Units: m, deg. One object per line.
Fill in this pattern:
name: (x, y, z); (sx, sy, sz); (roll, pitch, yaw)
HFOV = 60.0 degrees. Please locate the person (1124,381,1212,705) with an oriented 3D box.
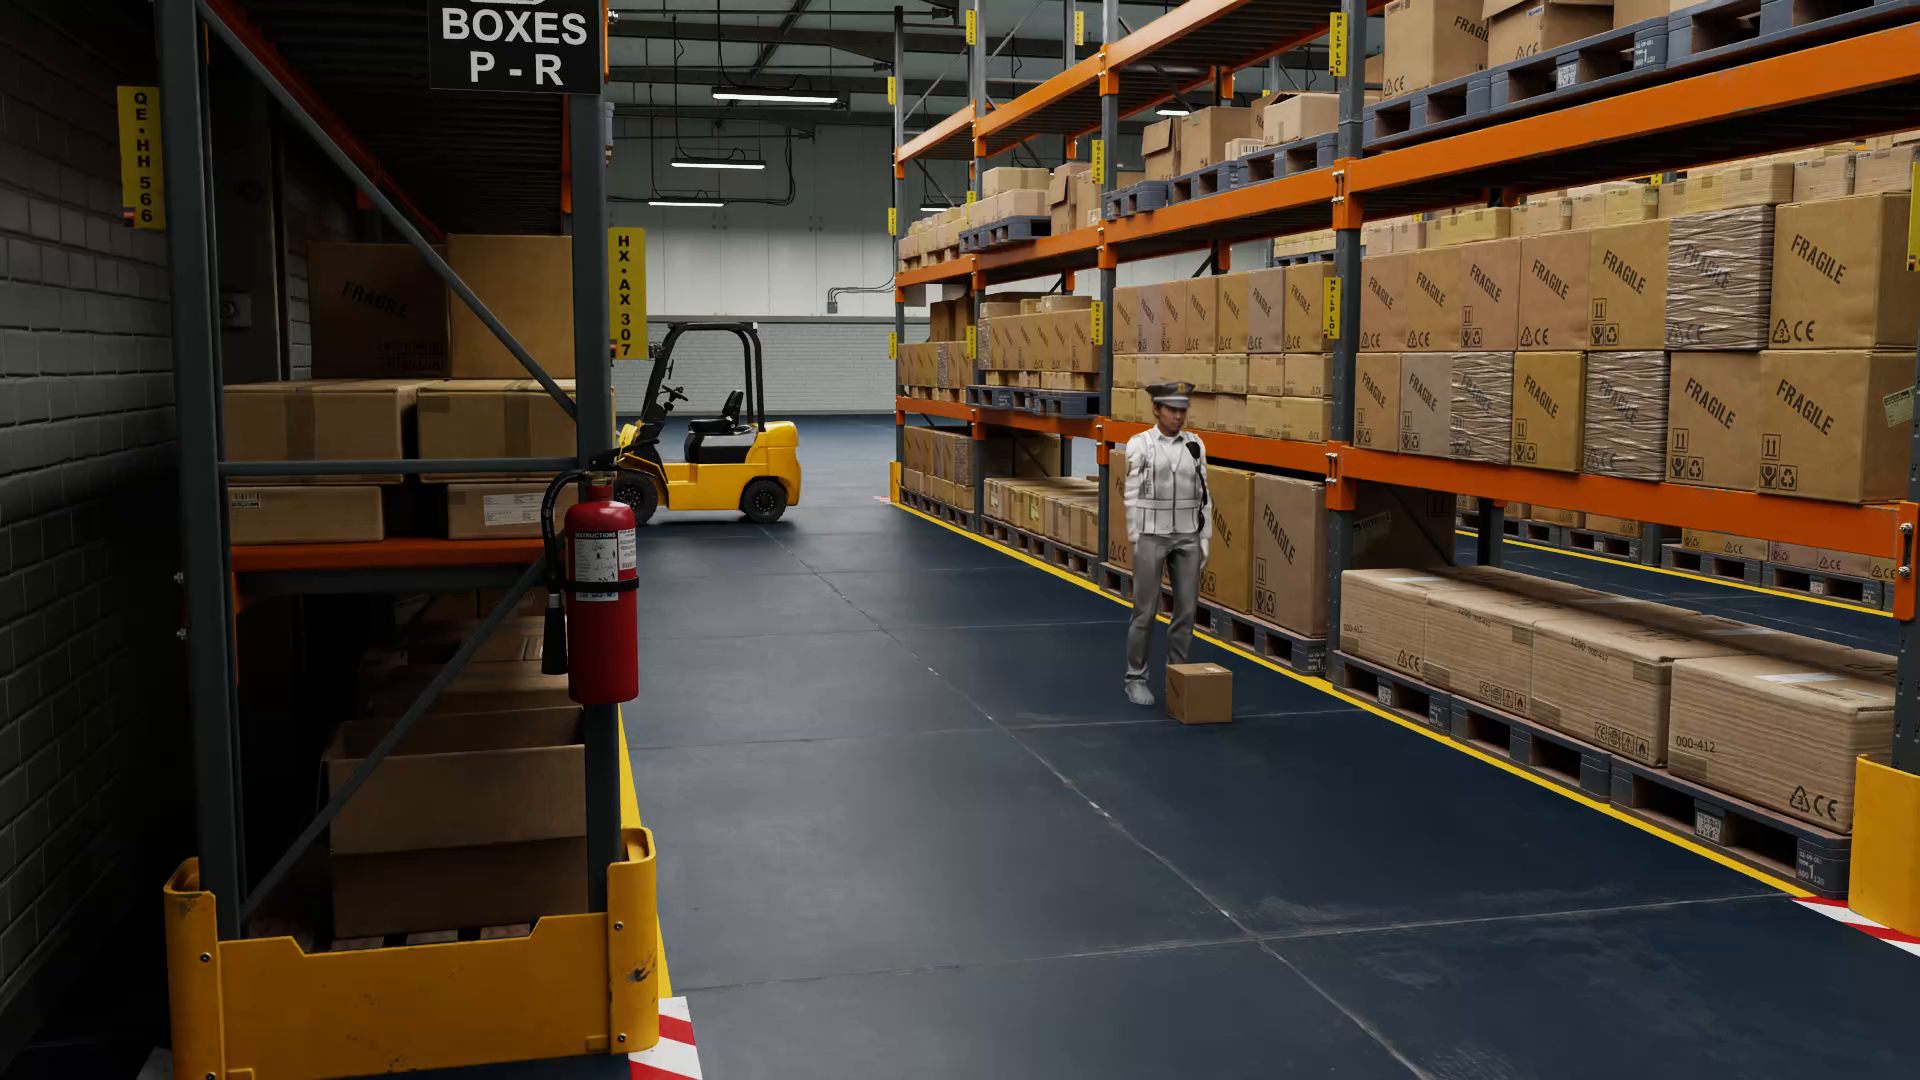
person: (1.085, 0.017, 8.611); (0.468, 1.677, 0.327); (-1, 6, -13)
